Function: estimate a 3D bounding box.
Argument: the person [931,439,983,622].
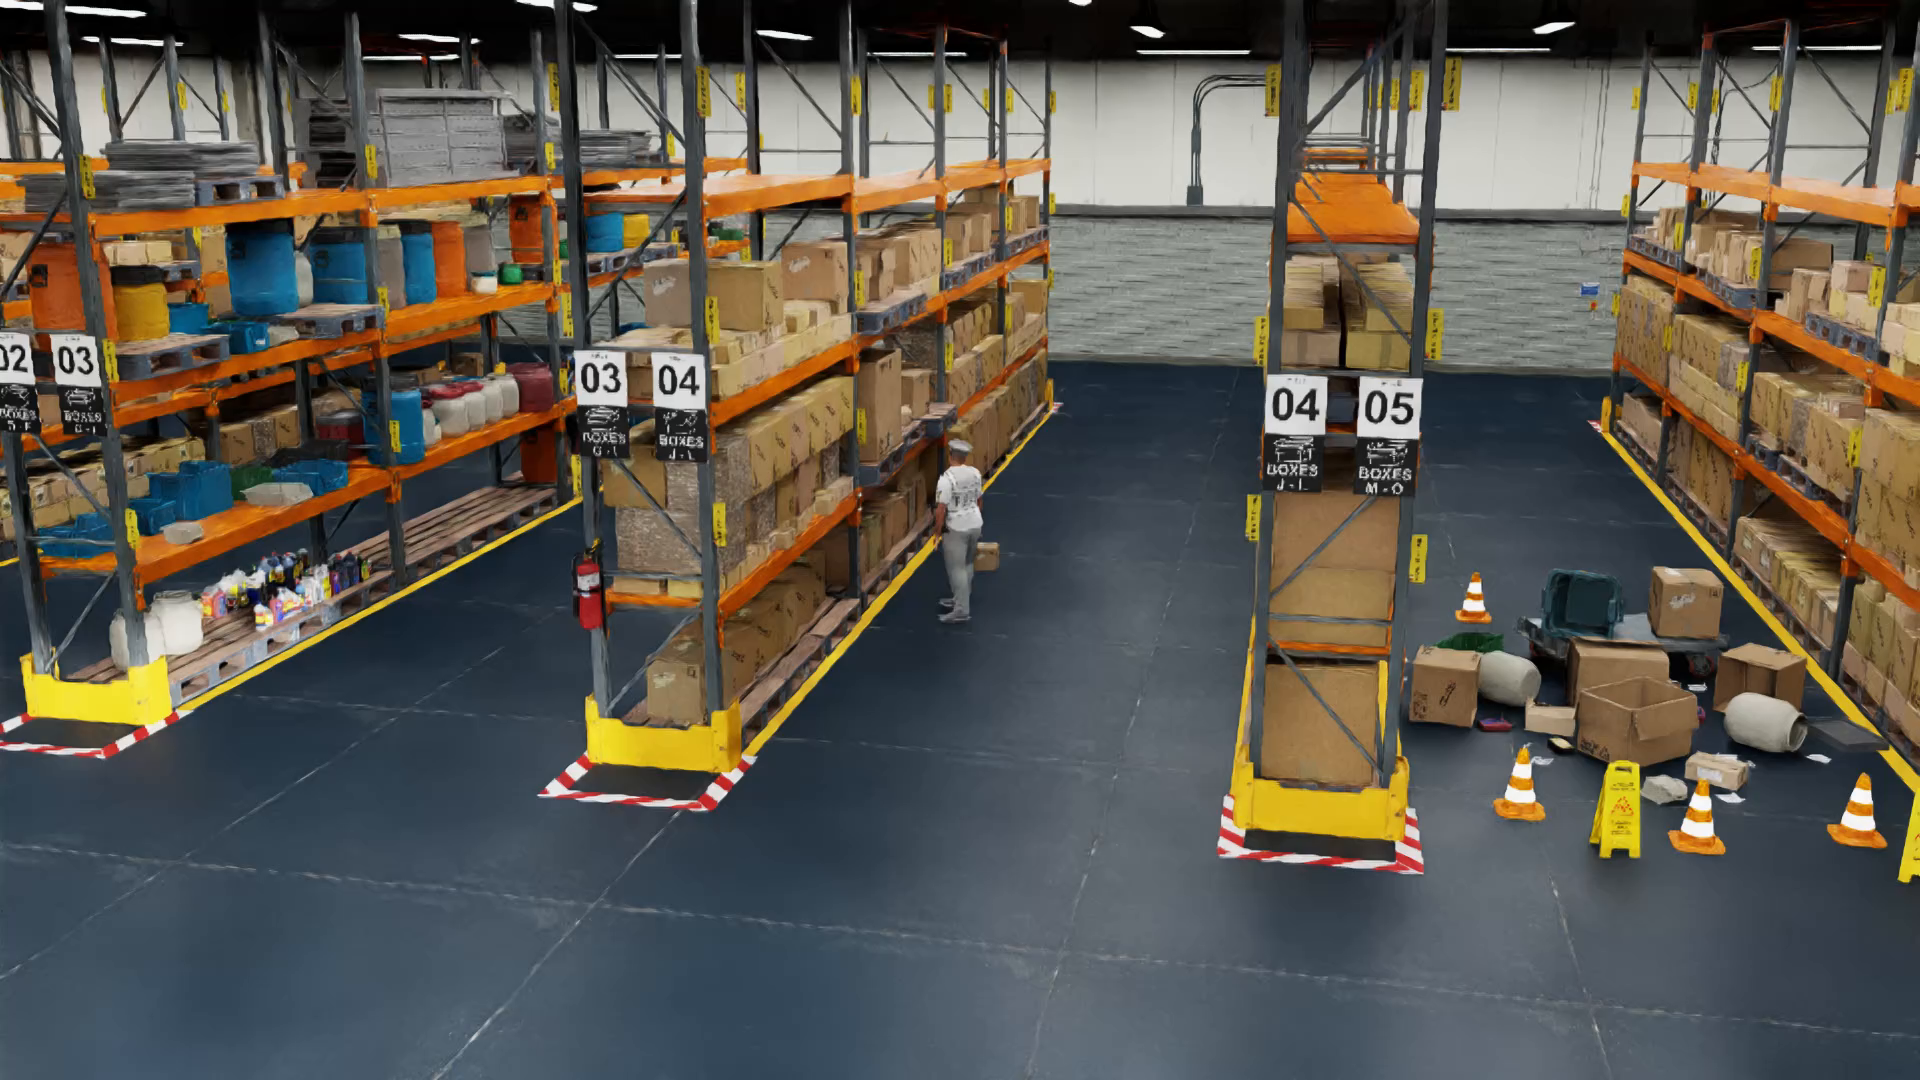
[{"bbox_3d":[-0.042,-0.119,16.353,0.577,1.755,0.638,12,19,40],"label":"person"}]
